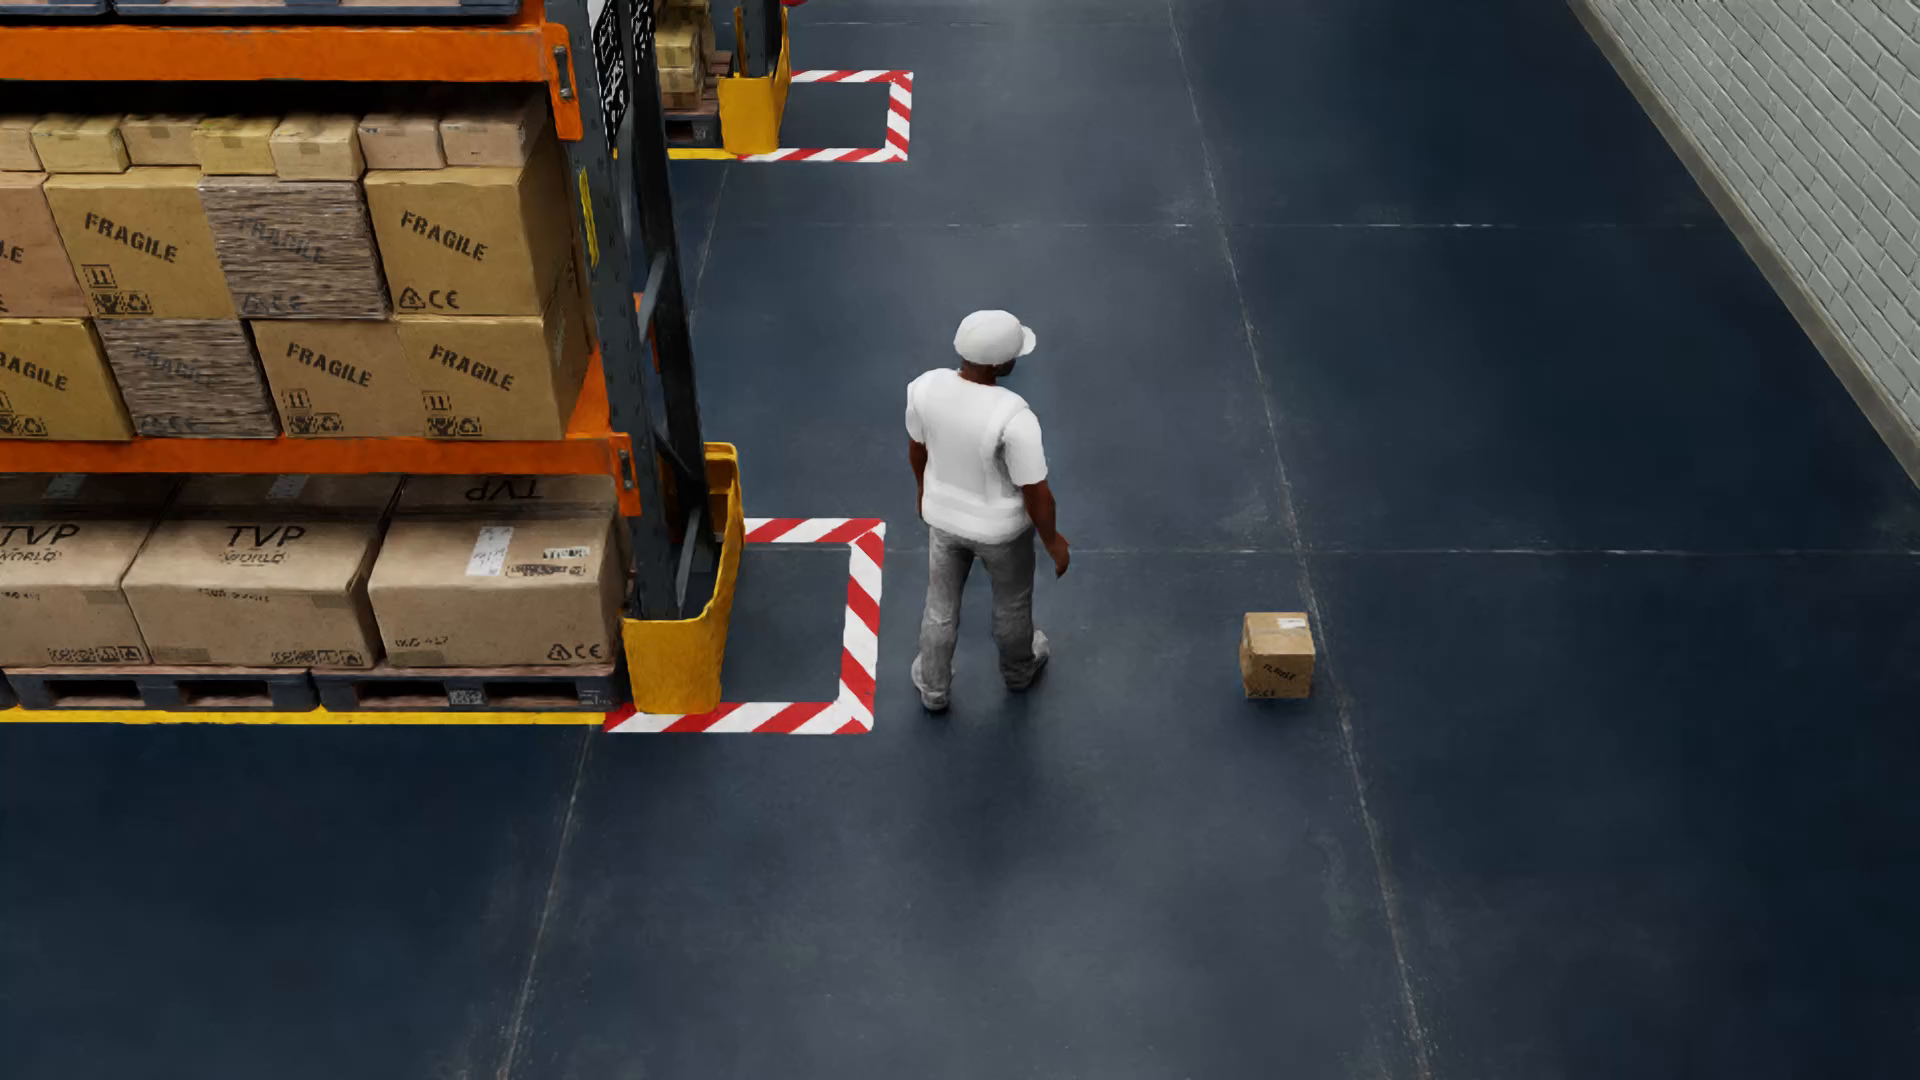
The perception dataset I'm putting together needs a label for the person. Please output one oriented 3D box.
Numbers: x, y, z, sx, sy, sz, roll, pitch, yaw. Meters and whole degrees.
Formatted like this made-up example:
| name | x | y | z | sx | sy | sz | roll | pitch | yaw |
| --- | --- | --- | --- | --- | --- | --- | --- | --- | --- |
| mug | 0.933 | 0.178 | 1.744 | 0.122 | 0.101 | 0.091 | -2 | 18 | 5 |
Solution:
| name | x | y | z | sx | sy | sz | roll | pitch | yaw |
| --- | --- | --- | --- | --- | --- | --- | --- | --- | --- |
| person | 0.123 | -0.113 | 6.236 | 0.670 | 1.763 | 0.582 | 19 | 43 | 22 |
